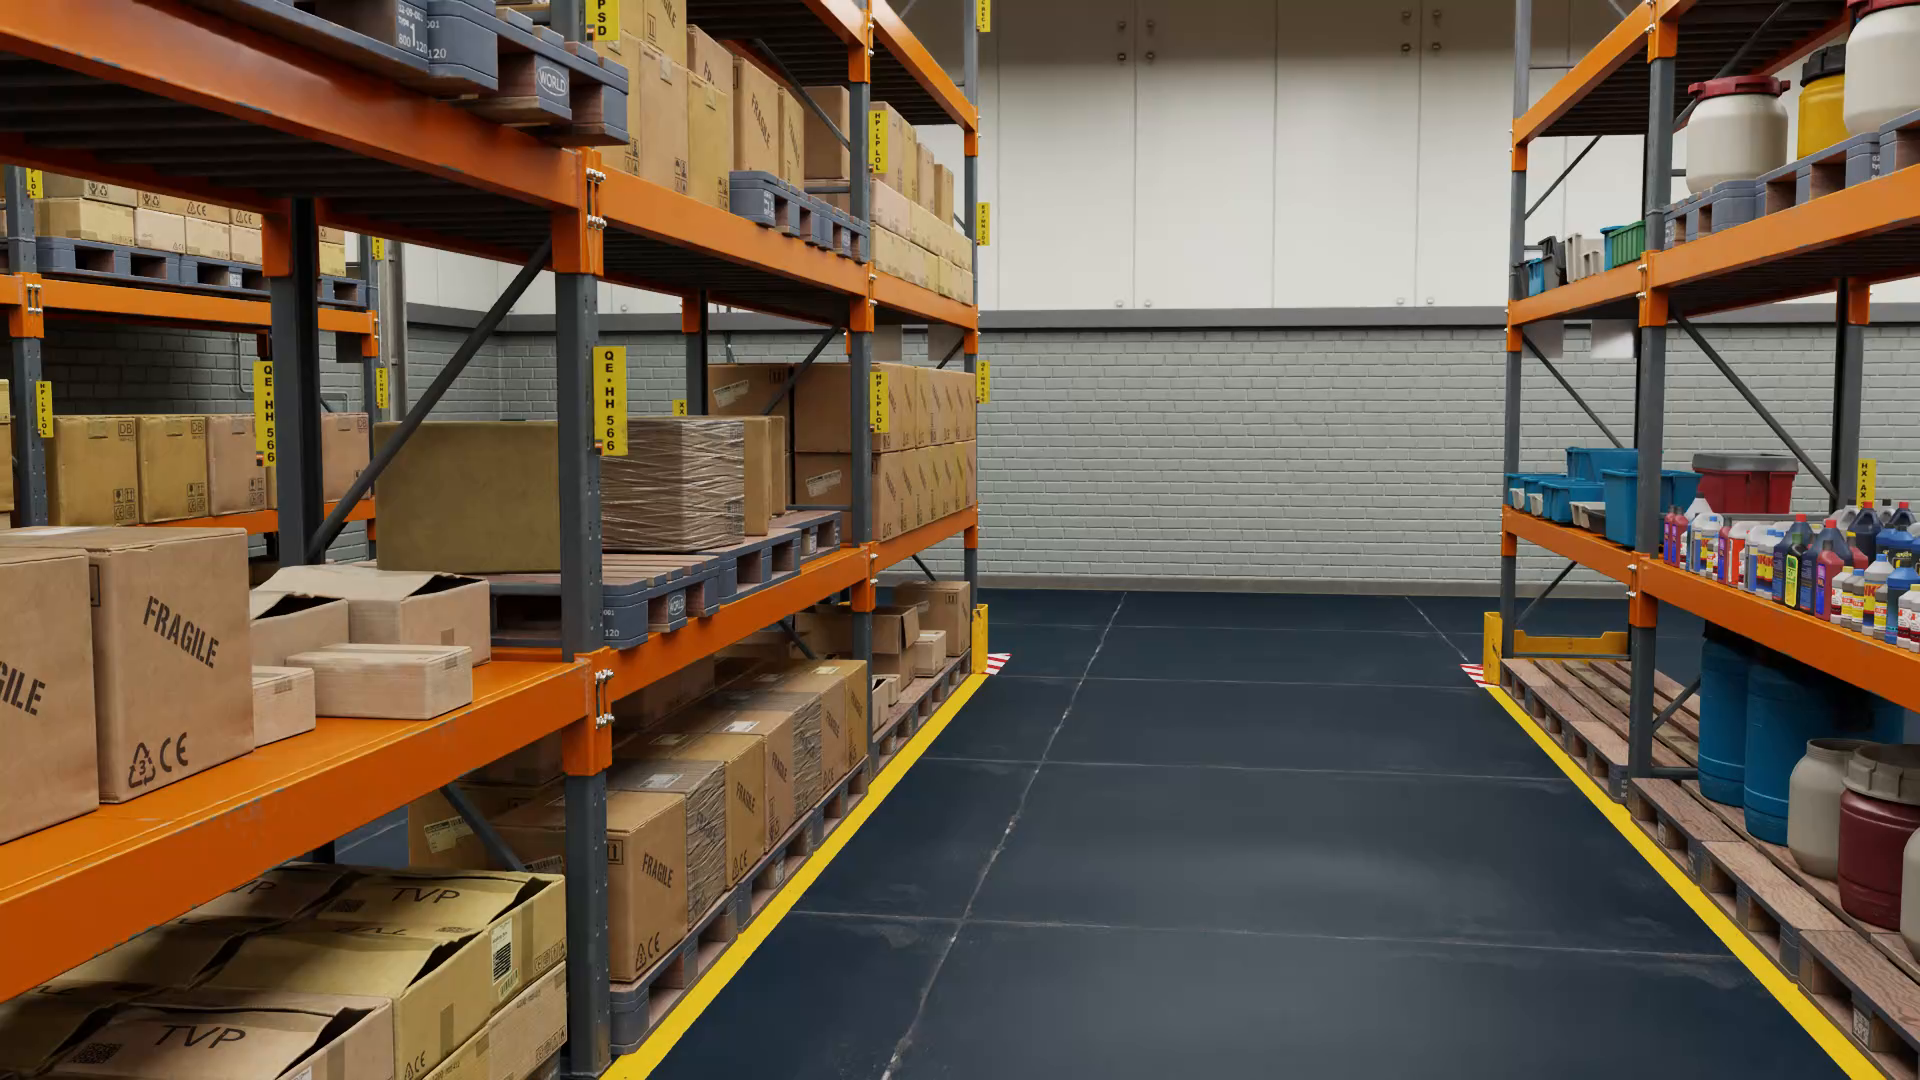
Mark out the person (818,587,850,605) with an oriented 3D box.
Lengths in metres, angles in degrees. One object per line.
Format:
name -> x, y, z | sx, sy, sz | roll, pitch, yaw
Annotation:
person -> -1.194, 0.087, 15.454 | 0.373, 1.458, 0.636 | 1, 5, 8
